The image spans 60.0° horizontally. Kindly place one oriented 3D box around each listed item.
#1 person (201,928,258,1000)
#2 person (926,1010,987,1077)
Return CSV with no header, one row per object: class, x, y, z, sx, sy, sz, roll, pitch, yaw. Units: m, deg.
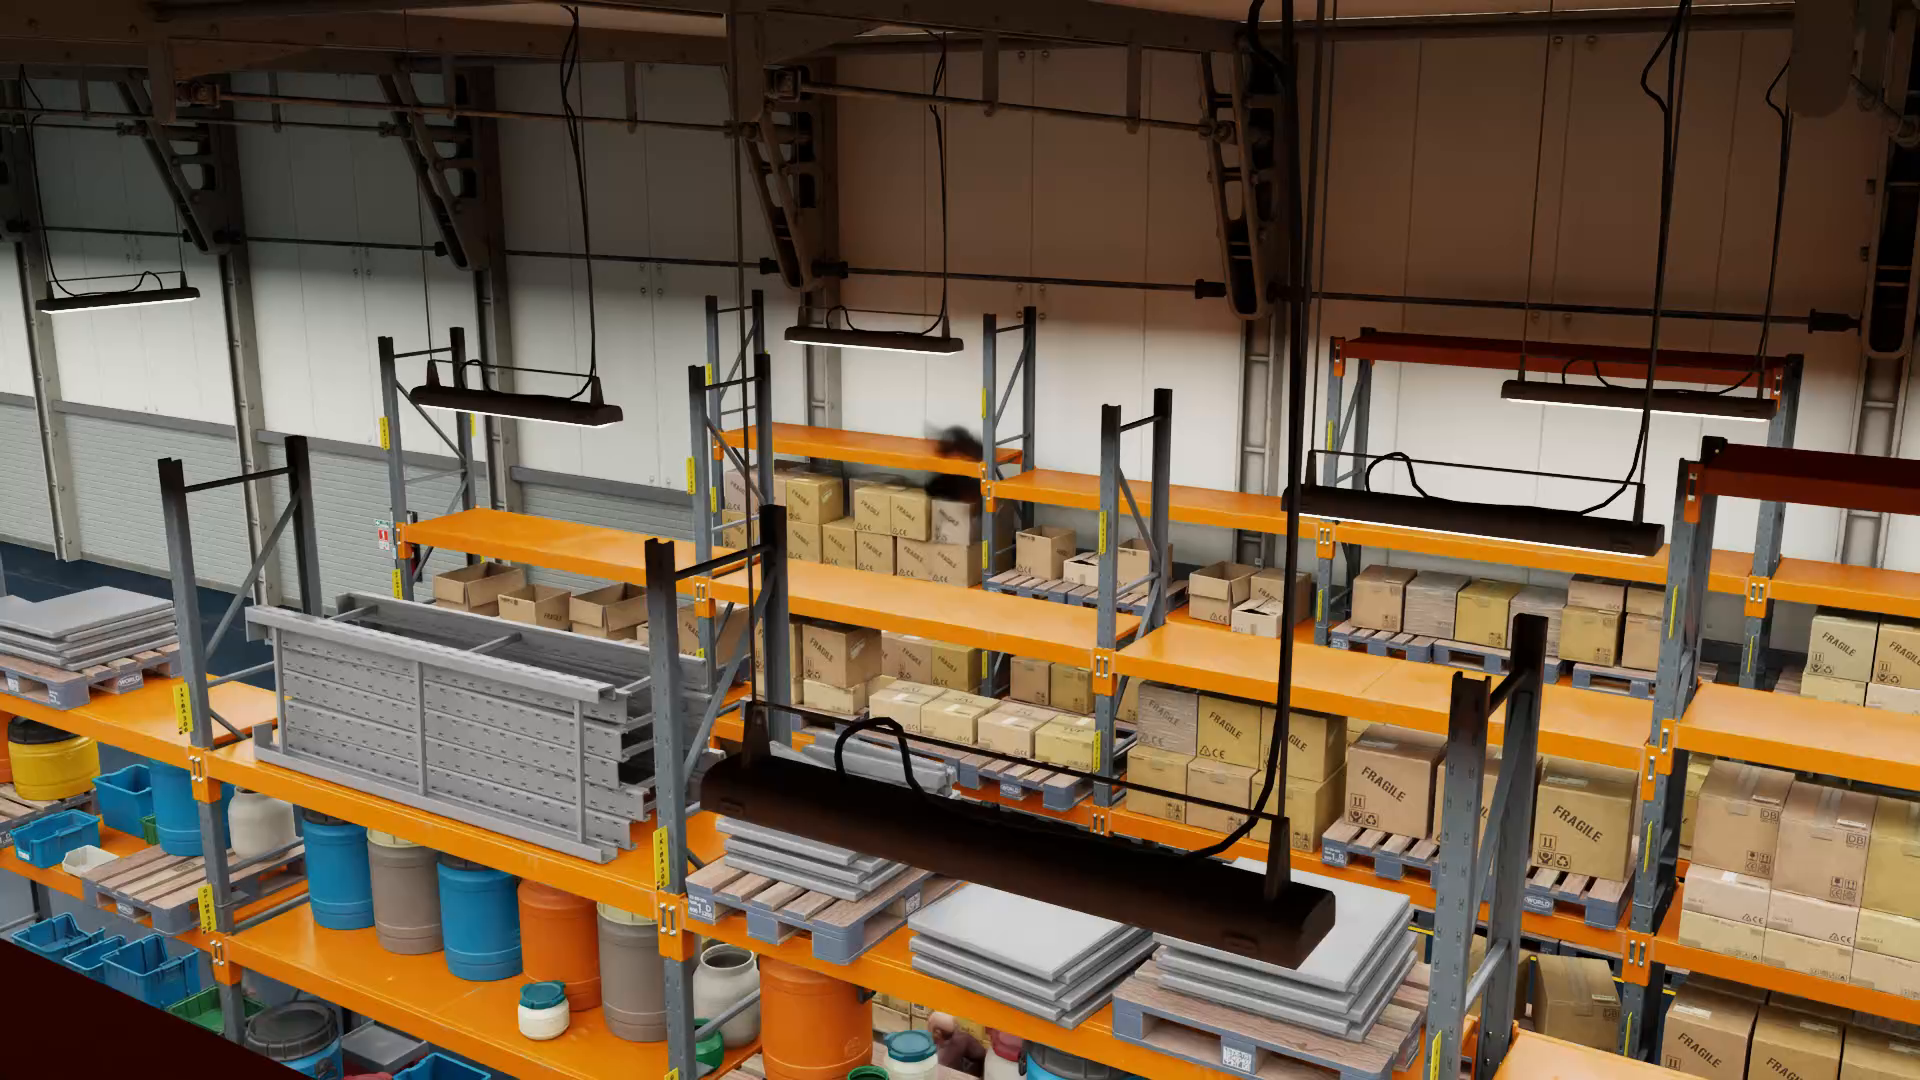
person,-6.674,3.646,15.195,0.523,1.627,0.609,11,18,39
person,-0.143,4.250,12.233,1.065,1.761,0.704,6,15,23
